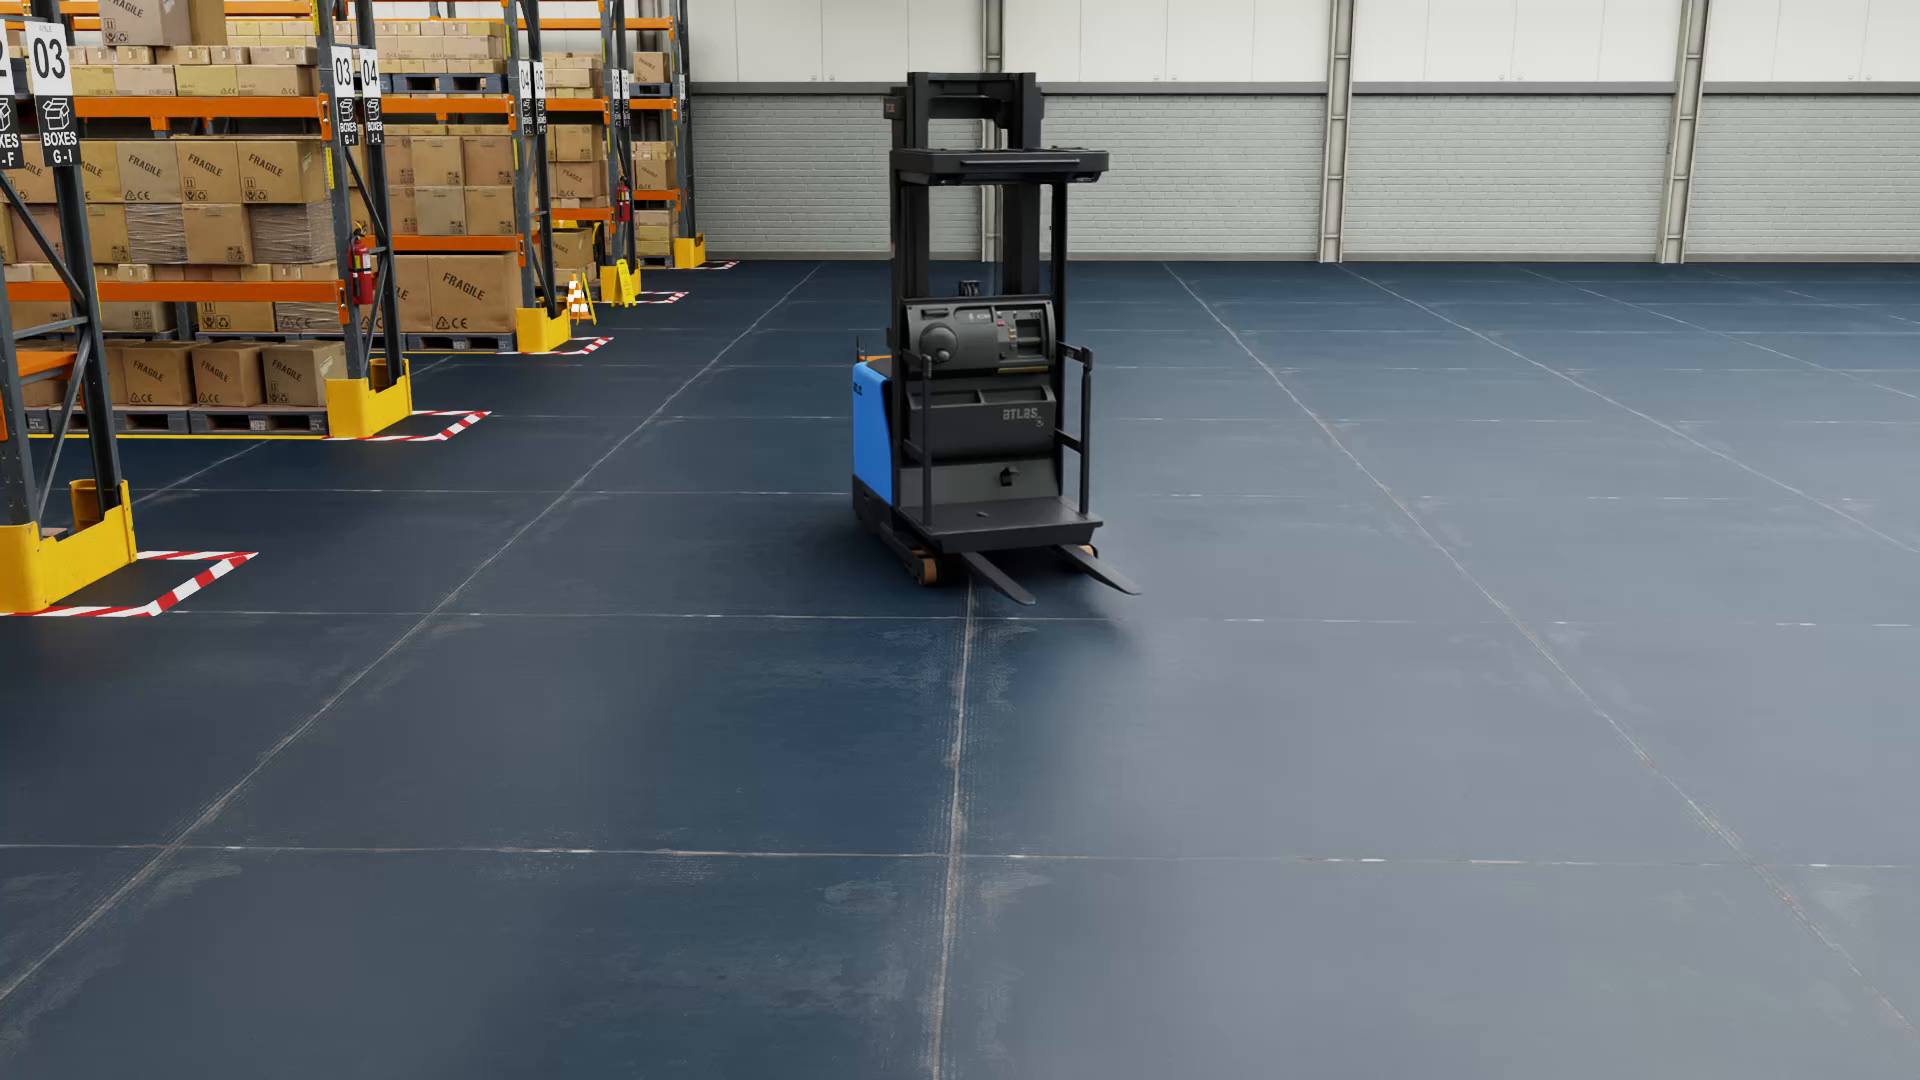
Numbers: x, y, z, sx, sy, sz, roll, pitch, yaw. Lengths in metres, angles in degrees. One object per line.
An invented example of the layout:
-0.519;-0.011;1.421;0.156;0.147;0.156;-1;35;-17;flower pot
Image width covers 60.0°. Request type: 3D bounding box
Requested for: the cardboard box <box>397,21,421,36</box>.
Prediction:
-5.995;-5.617;18.280;0.250;0.149;0.380;1;15;2;cardboard box

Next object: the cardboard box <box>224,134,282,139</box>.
-7.963;-4.366;19.098;0.550;0.550;0.875;0;15;1;cardboard box

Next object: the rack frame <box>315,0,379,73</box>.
-5.113;-5.367;13.542;0.127;3.000;1.000;0;15;1;rack frame

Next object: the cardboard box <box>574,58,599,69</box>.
-5.205;-6.635;23.157;0.250;0.149;0.380;1;15;2;cardboard box

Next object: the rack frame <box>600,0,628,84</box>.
-4.860;-7.894;23.121;0.127;3.000;1.000;0;15;1;rack frame

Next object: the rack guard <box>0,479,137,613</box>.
-5.316;0.017;9.795;0.348;0.500;1.175;0;15;1;rack guard

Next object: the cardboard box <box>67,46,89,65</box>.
-7.232;-3.990;13.717;0.250;0.149;0.380;1;15;3;cardboard box

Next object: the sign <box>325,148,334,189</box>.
-5.147;-3.037;13.584;0.005;0.325;0.100;0;15;1;sign

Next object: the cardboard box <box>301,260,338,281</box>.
-5.403;-2.294;14.147;0.250;0.149;0.380;0;15;1;cardboard box

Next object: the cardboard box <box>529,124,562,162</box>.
-5.882;-5.622;23.530;0.500;0.500;0.700;1;15;2;cardboard box

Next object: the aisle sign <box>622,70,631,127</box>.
-4.790;-6.329;23.853;0.004;0.787;0.394;0;15;1;aisle sign

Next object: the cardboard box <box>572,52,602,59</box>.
-6.207;-7.982;28.120;0.500;0.500;0.700;0;15;2;cardboard box

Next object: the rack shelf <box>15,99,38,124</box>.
-7.239;-2.319;9.279;4.000;0.370;1.077;0;15;1;rack shelf

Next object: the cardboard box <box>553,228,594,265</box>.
-5.683;-4.305;24.375;0.500;0.500;0.500;0;15;0;cardboard box

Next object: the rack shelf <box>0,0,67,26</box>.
-14.856;-7.418;23.511;4.000;0.370;1.077;0;15;1;rack shelf

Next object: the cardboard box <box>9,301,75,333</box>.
-10.471;-2.860;19.387;0.750;0.750;1.050;0;15;1;cardboard box

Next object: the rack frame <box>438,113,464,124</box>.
-8.735;-6.285;28.783;0.127;3.000;1.000;0;15;1;rack frame

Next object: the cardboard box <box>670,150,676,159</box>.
-5.069;-6.690;28.848;0.250;0.149;0.380;0;15;0;cardboard box

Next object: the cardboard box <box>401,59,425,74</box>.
-5.987;-5.232;18.383;0.250;0.149;0.380;1;15;2;cardboard box

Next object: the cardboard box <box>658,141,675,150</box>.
-5.067;-6.822;28.766;0.250;0.149;0.380;0;15;0;cardboard box

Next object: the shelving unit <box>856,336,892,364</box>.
-0.442;-0.815;11.577;0.503;1.200;0.258;-5;16;-18;shelving unit

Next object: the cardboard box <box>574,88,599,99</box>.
-5.224;-6.253;23.274;0.250;0.149;0.380;0;15;2;cardboard box

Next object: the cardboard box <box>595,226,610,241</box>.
-6.249;-5.302;28.643;0.500;0.250;0.500;0;15;0;cardboard box

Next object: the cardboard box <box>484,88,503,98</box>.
-6.503;-6.269;23.333;0.250;0.149;0.380;0;15;0;cardboard box

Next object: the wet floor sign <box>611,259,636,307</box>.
-4.697;-3.581;23.148;0.232;0.644;0.267;6;16;21;wet floor sign

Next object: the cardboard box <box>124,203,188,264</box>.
-6.664;-2.656;14.248;0.500;0.500;0.875;0;15;1;cardboard box

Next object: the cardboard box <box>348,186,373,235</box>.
-6.895;-3.820;19.146;0.500;0.550;0.875;0;15;1;cardboard box

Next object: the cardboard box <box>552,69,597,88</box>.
-5.378;-6.450;23.237;0.500;0.250;0.500;0;15;1;cardboard box

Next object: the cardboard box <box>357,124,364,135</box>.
-8.424;-5.637;23.587;0.500;0.500;0.700;0;15;1;cardboard box

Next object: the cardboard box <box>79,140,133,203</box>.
-7.168;-3.093;13.946;0.500;0.500;0.500;0;15;1;cardboard box

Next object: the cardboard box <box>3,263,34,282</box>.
-7.905;-2.282;14.101;0.250;0.149;0.380;0;15;1;cardboard box

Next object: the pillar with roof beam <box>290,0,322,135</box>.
-11.518;-8.336;24.795;0.400;9.000;9.100;0;15;1;pillar with roof beam

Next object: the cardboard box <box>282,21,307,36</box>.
-7.256;-5.625;18.312;0.250;0.149;0.380;0;15;1;cardboard box

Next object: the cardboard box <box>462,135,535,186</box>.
-5.255;-4.337;18.989;0.550;0.550;0.875;0;15;1;cardboard box

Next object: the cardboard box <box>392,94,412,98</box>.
-7.793;-6.283;23.386;0.250;0.149;0.380;1;15;3;cardboard box

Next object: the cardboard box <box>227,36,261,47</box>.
-7.898;-5.452;18.437;0.500;0.250;0.500;0;15;1;cardboard box

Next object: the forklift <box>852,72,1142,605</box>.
0.196;-1.260;9.870;1.130;2.935;3.031;-5;15;-17;forklift

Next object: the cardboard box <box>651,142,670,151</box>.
-5.100;-6.714;28.356;0.250;0.149;0.380;0;15;2;cardboard box

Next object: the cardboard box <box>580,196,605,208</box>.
-5.239;-4.820;23.721;0.250;0.149;0.380;1;15;3;cardboard box

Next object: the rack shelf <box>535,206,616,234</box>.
-6.859;-4.659;24.028;4.000;0.370;1.077;0;15;1;rack shelf

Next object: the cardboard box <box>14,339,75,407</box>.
-8.140;-1.472;14.616;0.500;0.500;0.500;5;16;19;cardboard box

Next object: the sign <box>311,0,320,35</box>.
-5.147;-4.203;13.276;0.005;0.325;0.100;0;15;1;sign

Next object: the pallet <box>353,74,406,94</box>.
-6.850;-5.147;18.764;1.213;0.211;1.003;0;15;1;pallet

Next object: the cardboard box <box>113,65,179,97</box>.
-6.613;-3.790;13.741;0.500;0.250;0.500;1;15;3;cardboard box

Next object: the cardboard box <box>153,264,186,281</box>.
-6.653;-2.298;14.162;0.250;0.149;0.380;0;15;1;cardboard box

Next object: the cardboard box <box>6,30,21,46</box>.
-11.138;-5.593;19.063;0.500;0.500;0.500;0;15;1;cardboard box

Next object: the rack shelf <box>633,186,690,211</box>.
-6.736;-5.924;28.826;4.000;0.370;1.077;0;15;1;rack shelf

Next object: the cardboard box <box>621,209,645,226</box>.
-5.716;-5.542;28.571;0.500;0.250;0.500;1;15;2;cardboard box

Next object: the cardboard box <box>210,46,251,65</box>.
-5.932;-3.964;13.619;0.250;0.149;0.380;0;15;-1;cardboard box

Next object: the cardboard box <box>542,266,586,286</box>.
-5.699;-3.804;23.944;0.500;0.250;0.500;0;15;1;cardboard box

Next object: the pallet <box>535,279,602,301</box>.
-5.747;-3.660;24.298;1.213;0.211;1.003;0;15;1;pallet

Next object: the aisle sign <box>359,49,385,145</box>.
-5.043;-3.799;14.264;0.004;0.787;0.394;0;15;1;aisle sign

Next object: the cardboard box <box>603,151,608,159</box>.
-6.120;-6.558;28.348;0.250;0.149;0.380;0;15;0;cardboard box

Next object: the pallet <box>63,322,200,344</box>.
-9.657;-2.394;19.500;1.213;0.211;1.003;0;15;1;pallet

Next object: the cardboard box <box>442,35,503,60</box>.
-5.382;-5.435;18.374;0.500;0.250;0.500;1;15;2;cardboard box

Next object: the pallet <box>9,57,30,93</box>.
-6.064;-2.592;9.276;1.213;0.211;1.003;0;15;1;pallet
